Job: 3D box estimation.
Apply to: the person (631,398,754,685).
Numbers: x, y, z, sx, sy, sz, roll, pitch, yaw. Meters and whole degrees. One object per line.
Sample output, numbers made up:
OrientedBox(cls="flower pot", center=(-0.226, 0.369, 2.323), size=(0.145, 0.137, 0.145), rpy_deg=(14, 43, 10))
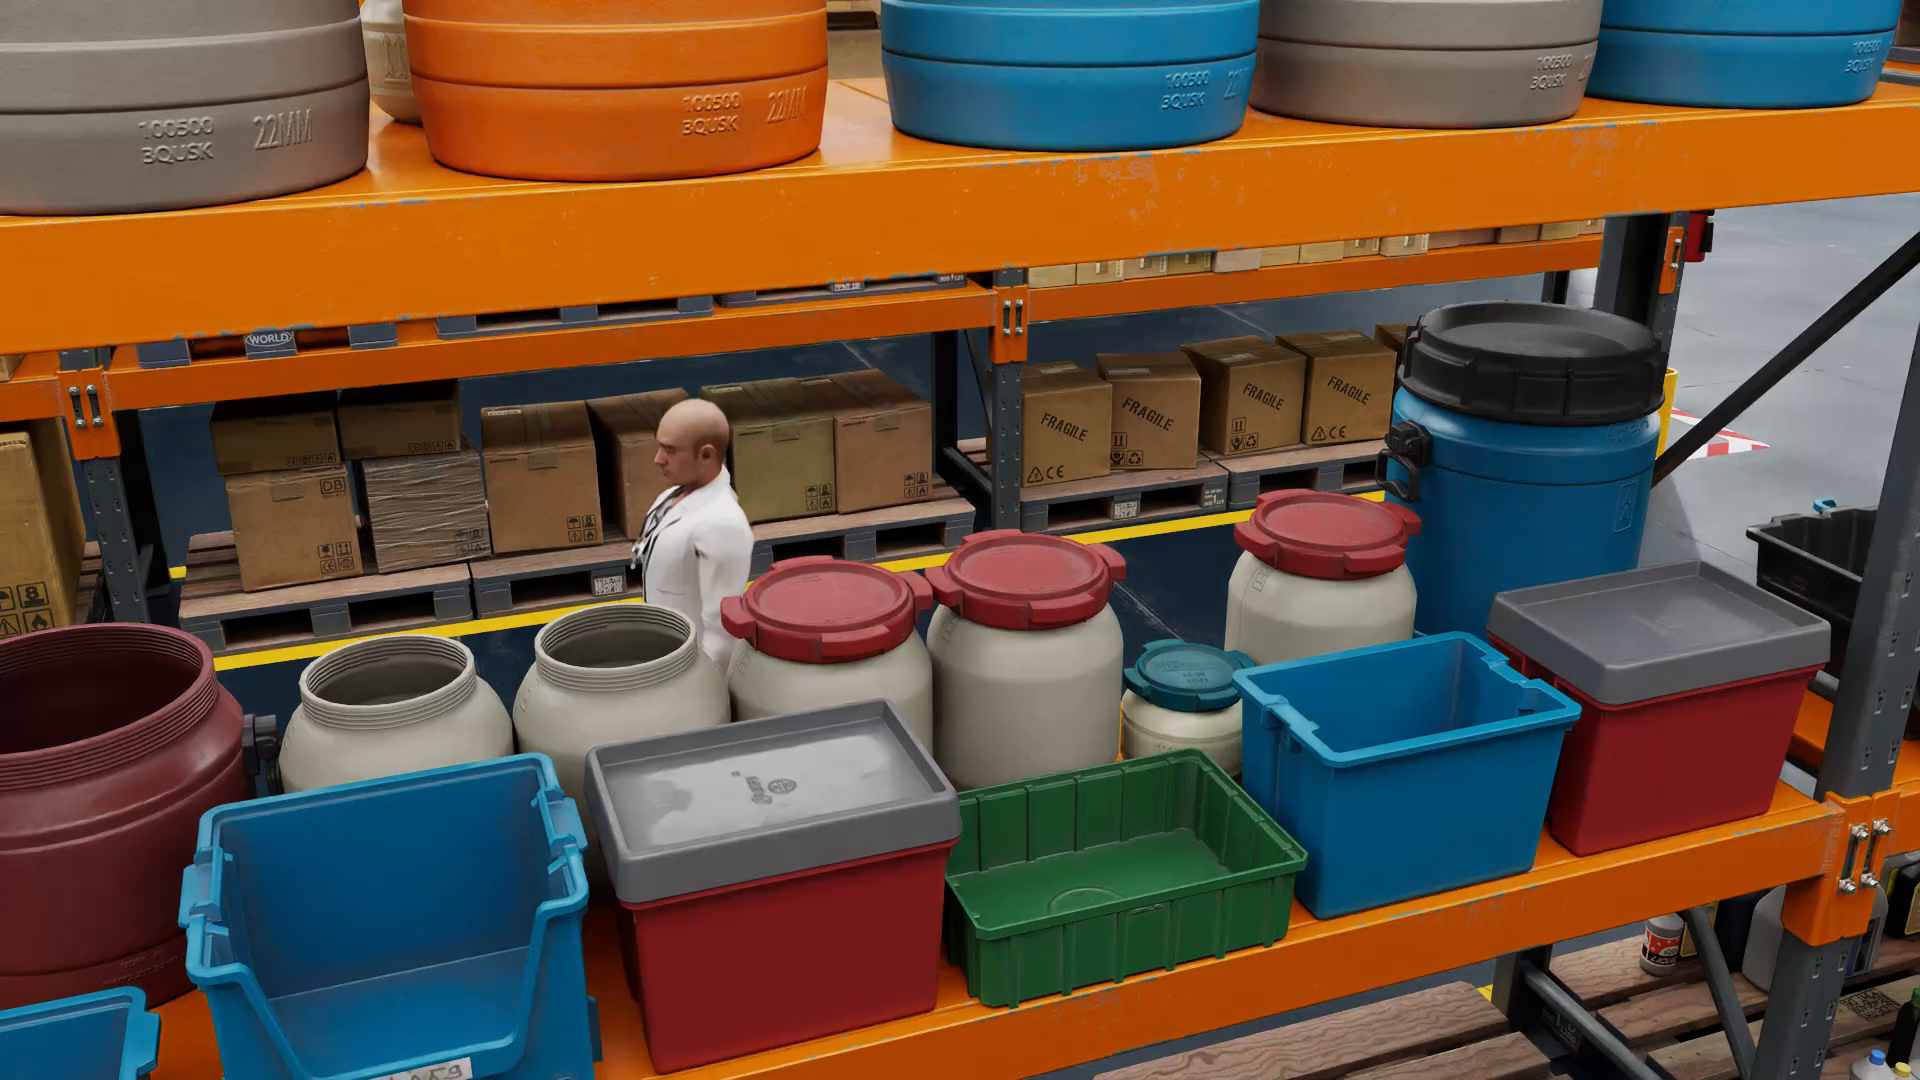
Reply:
OrientedBox(cls="person", center=(-0.802, 0.428, 5.068), size=(0.386, 1.776, 0.564), rpy_deg=(-8, 23, -18))
